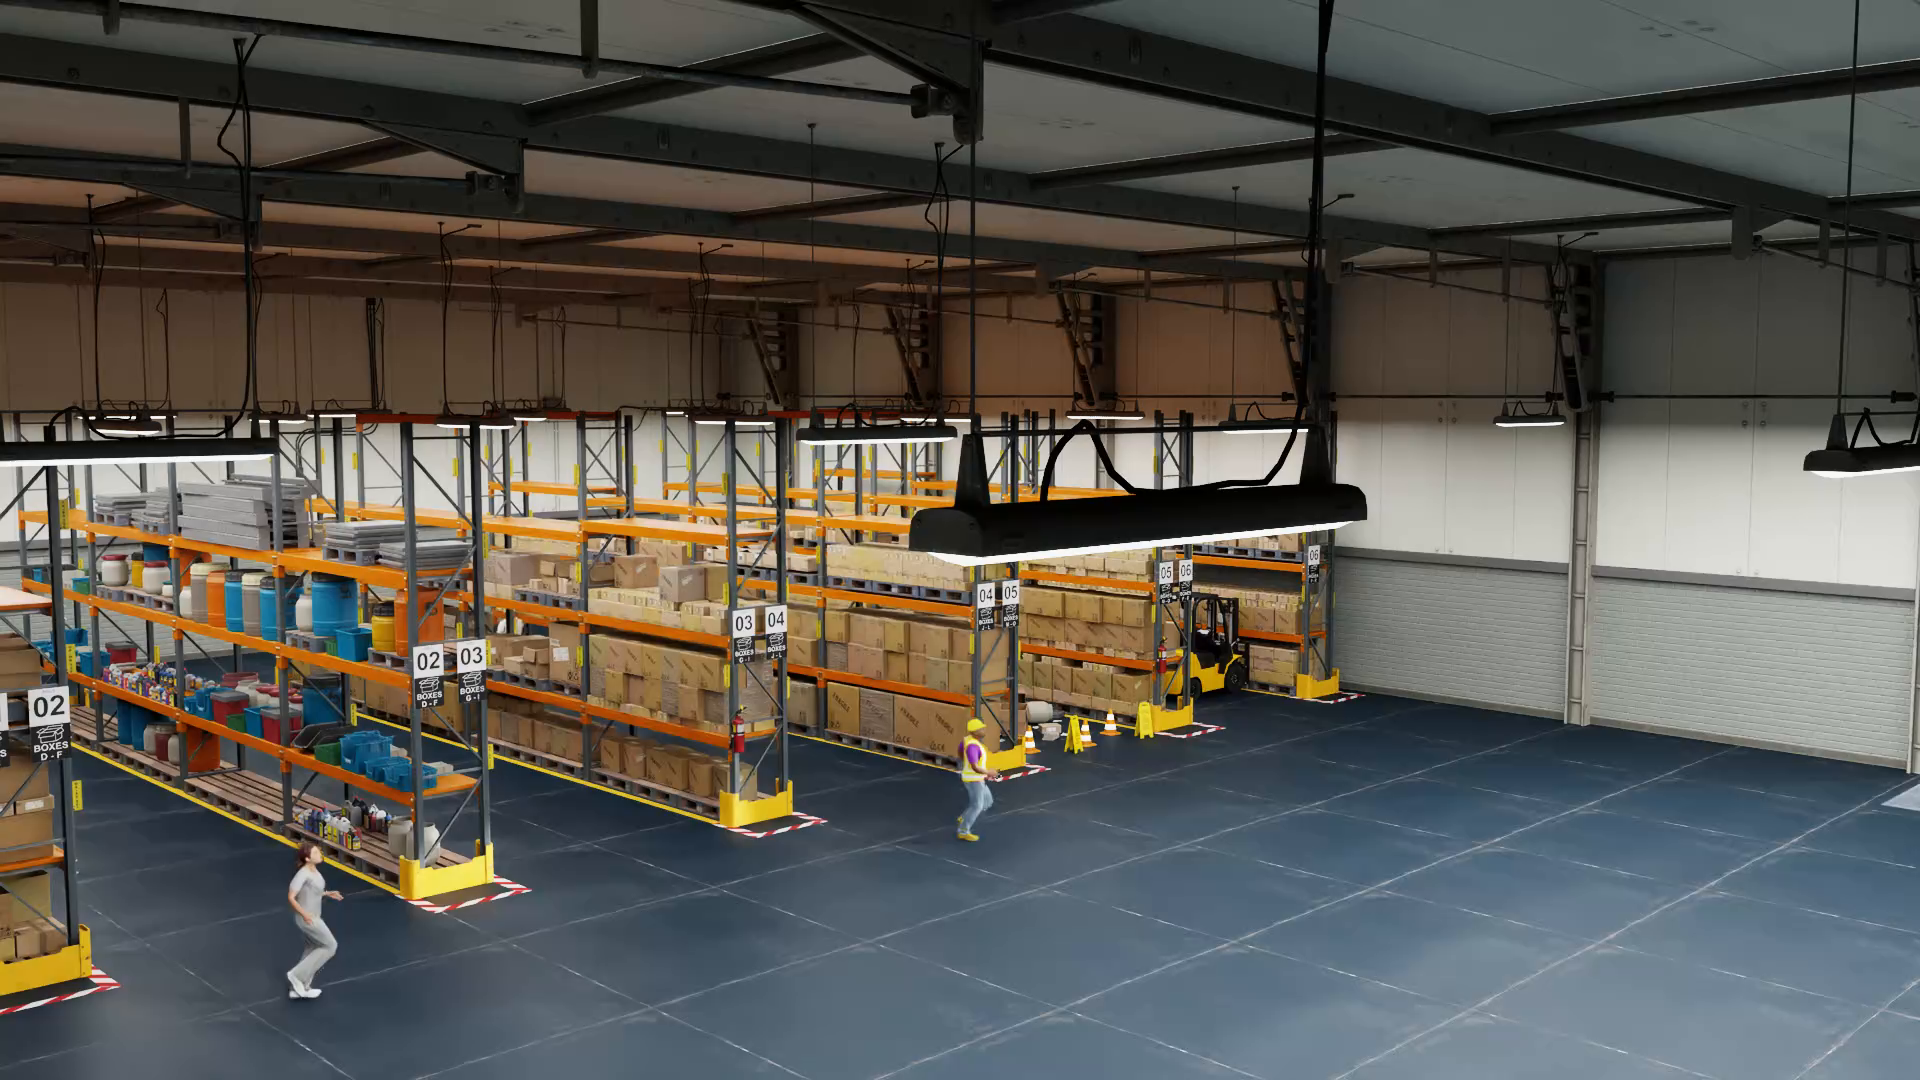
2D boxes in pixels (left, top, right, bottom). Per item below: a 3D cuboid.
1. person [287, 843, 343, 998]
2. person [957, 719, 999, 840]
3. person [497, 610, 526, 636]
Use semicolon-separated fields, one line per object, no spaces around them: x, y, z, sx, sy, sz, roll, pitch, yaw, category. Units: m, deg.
-6.800;3.991;17.527;0.558;1.637;0.551;-1;5;-16;person
0.250;3.403;23.726;0.592;1.726;0.732;0;5;-2;person
-9.669;2.335;35.921;0.717;1.824;0.788;-4;6;-38;person
